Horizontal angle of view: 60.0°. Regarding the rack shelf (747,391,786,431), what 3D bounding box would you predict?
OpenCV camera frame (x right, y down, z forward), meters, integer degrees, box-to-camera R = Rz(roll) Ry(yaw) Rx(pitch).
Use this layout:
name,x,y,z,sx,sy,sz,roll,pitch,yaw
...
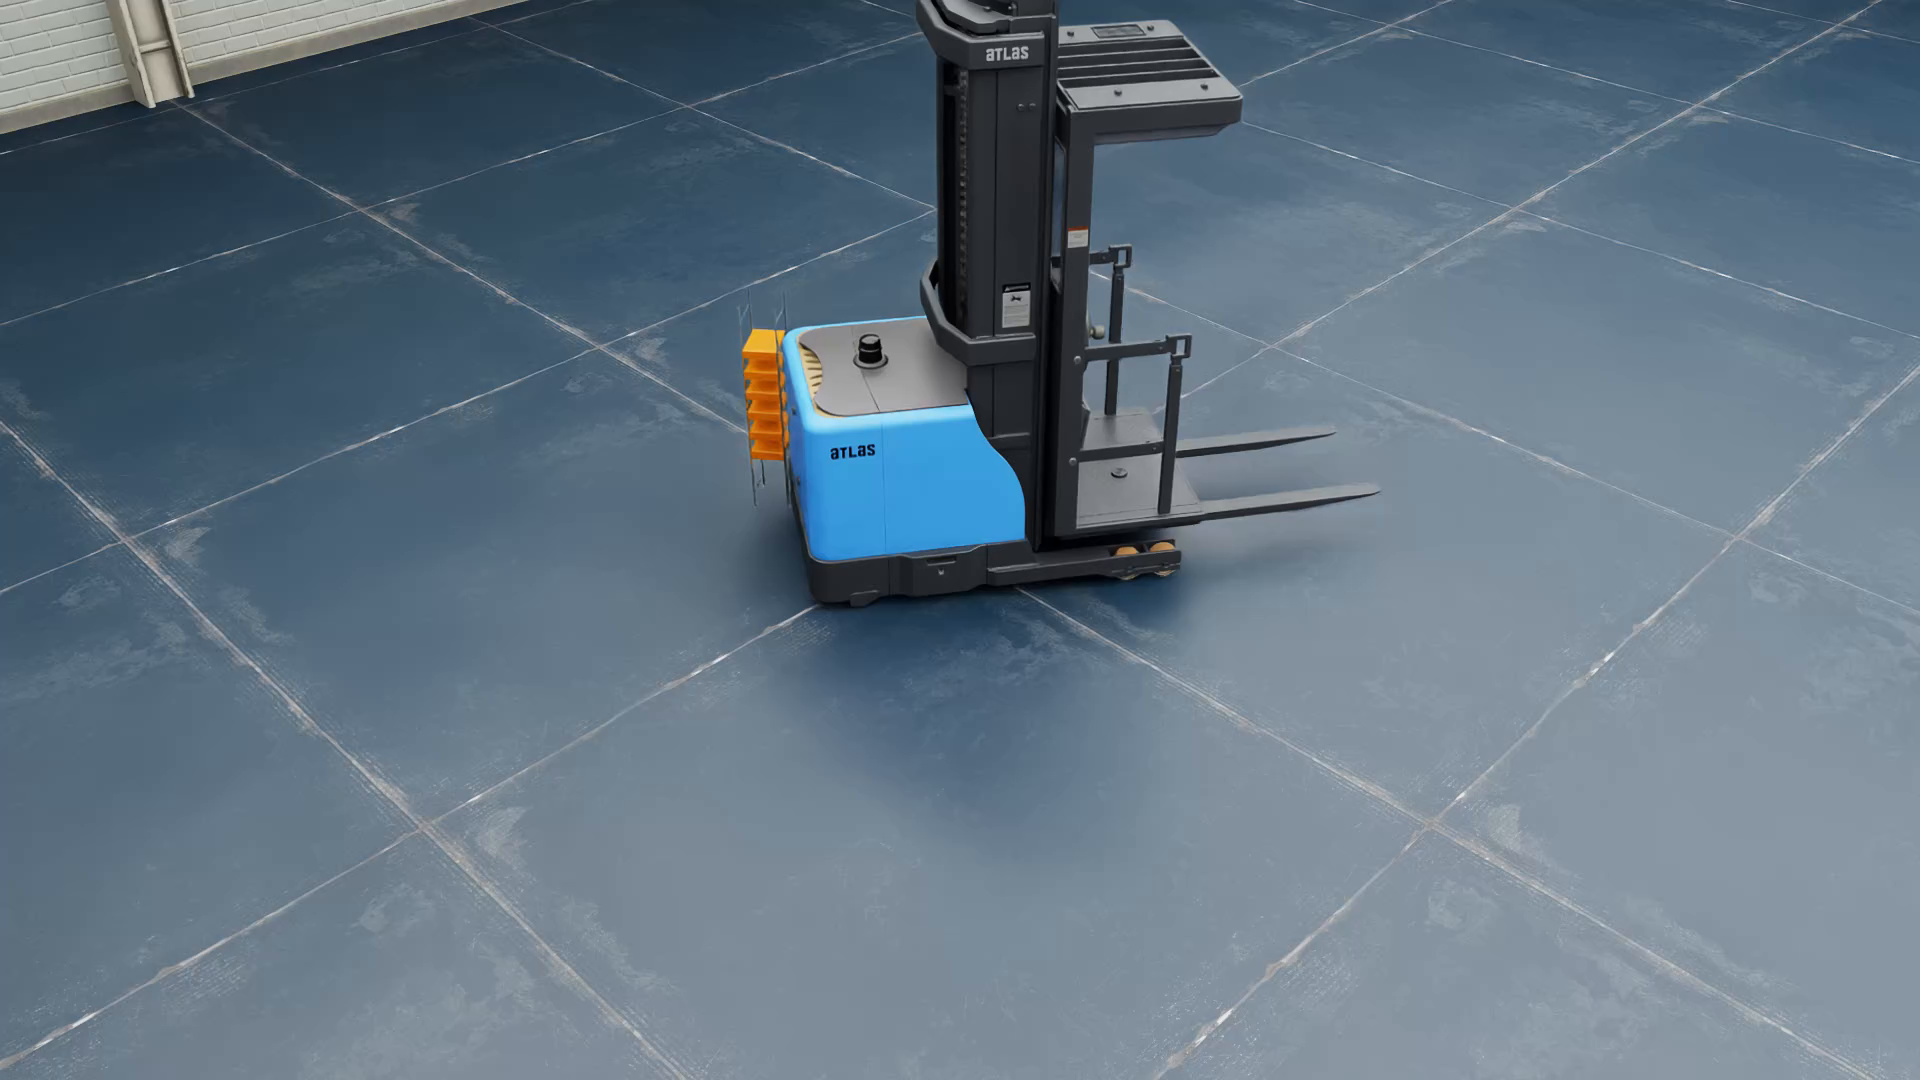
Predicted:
name,x,y,z,sx,sy,sz,roll,pitch,yaw
rack shelf,-1.003,-0.690,8.758,0.180,0.103,0.258,4,35,6

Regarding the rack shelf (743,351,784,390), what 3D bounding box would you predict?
name,x,y,z,sx,sy,sz,roll,pitch,yaw
rack shelf,-1.003,-0.887,8.621,0.180,0.103,0.258,4,35,6

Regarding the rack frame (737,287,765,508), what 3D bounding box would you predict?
name,x,y,z,sx,sy,sz,roll,pitch,yaw
rack frame,-1.094,-0.733,8.742,0.006,1.200,0.240,4,35,6

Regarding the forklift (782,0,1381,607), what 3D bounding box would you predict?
name,x,y,z,sx,sy,sz,roll,pitch,yaw
forklift,0.661,-1.291,8.030,3.031,2.935,1.130,-7,35,-9

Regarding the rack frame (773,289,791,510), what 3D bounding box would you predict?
name,x,y,z,sx,sy,sz,roll,pitch,yaw
rack frame,-0.912,-0.720,8.724,0.006,1.200,0.240,4,35,6

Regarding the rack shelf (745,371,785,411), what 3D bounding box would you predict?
name,x,y,z,sx,sy,sz,roll,pitch,yaw
rack shelf,-1.003,-0.788,8.690,0.180,0.103,0.258,4,35,6

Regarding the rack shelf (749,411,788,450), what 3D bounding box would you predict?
name,x,y,z,sx,sy,sz,roll,pitch,yaw
rack shelf,-1.003,-0.591,8.827,0.180,0.103,0.258,4,35,6

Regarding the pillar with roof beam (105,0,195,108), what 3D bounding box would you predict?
name,x,y,z,sx,sy,sz,roll,pitch,yaw
pillar with roof beam,-3.704,-5.715,9.068,9.100,9.000,0.400,30,45,35

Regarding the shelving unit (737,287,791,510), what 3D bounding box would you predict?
name,x,y,z,sx,sy,sz,roll,pitch,yaw
shelving unit,-1.003,-0.726,8.733,0.189,1.200,0.258,4,35,6

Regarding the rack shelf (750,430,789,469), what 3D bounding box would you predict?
name,x,y,z,sx,sy,sz,roll,pitch,yaw
rack shelf,-1.003,-0.493,8.896,0.180,0.103,0.258,4,35,6

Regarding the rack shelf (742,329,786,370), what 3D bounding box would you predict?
name,x,y,z,sx,sy,sz,roll,pitch,yaw
rack shelf,-1.003,-0.985,8.552,0.180,0.103,0.258,4,35,6
